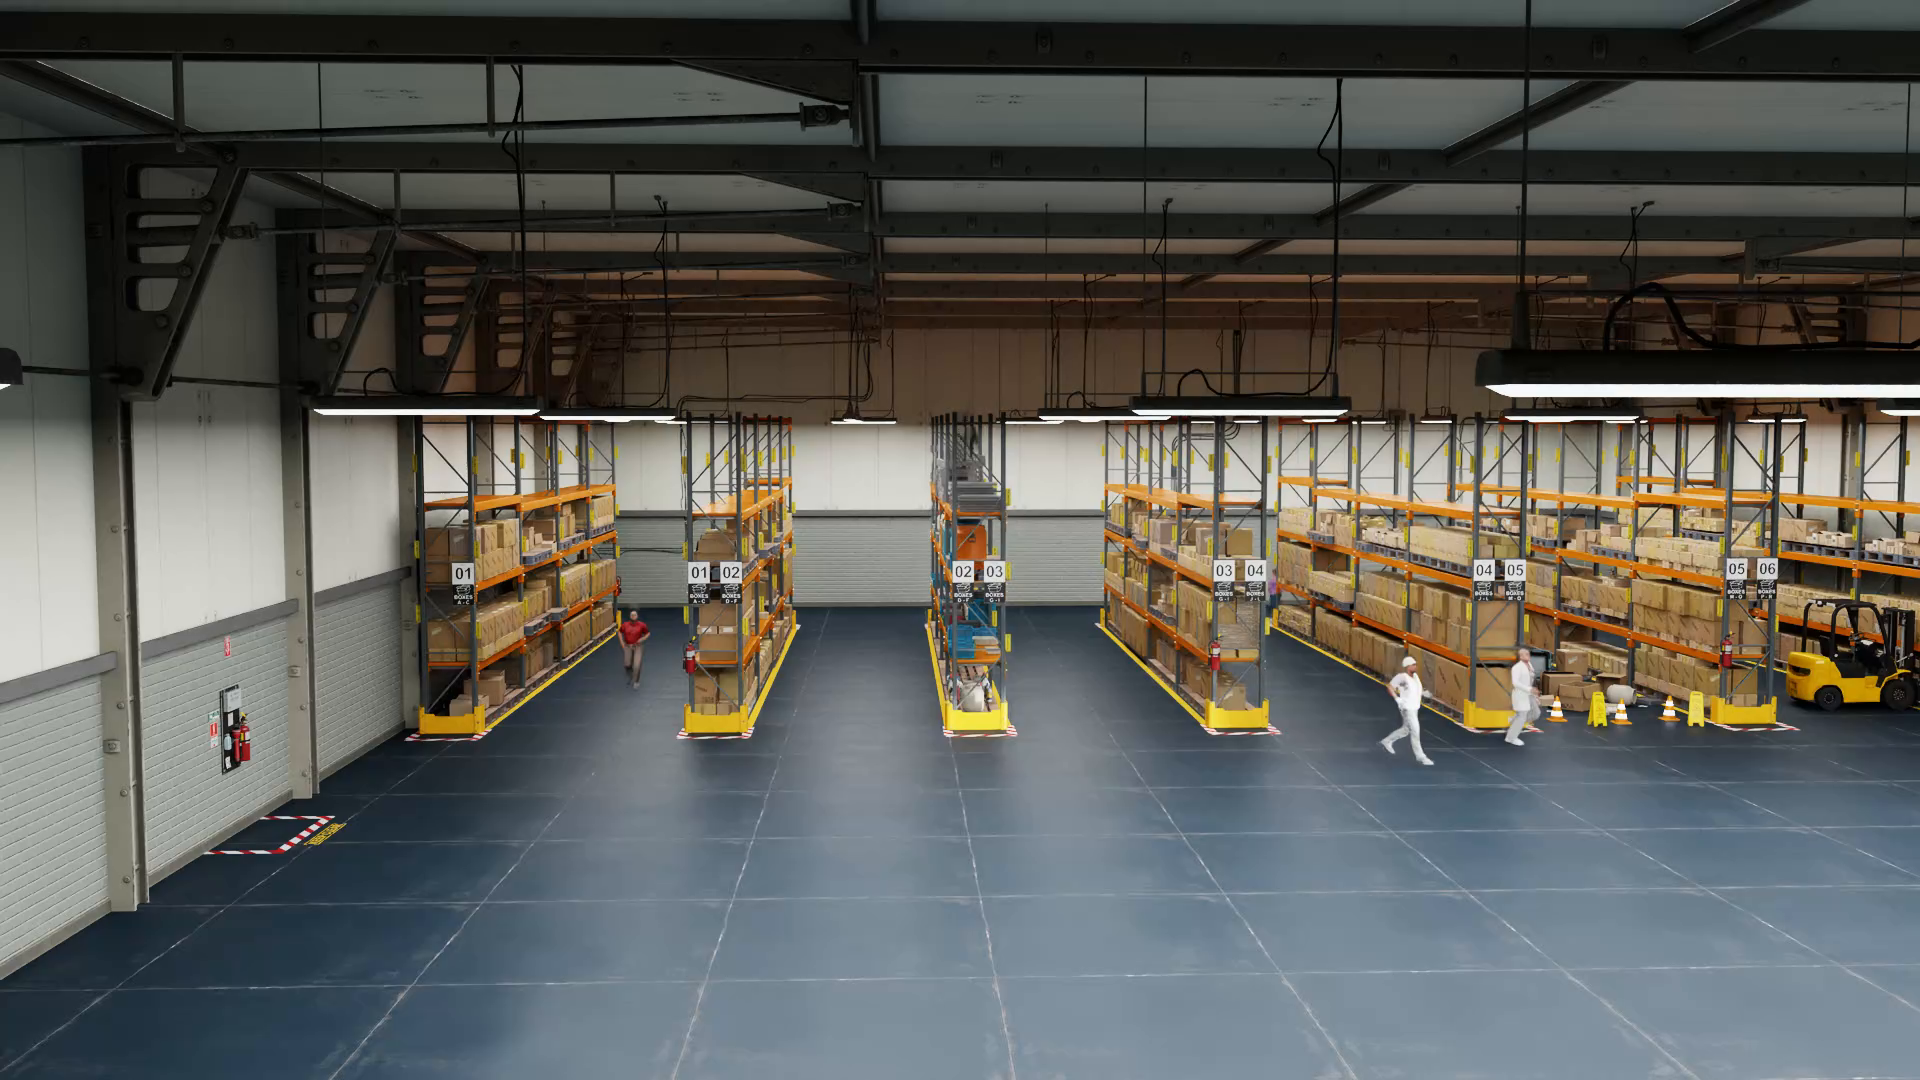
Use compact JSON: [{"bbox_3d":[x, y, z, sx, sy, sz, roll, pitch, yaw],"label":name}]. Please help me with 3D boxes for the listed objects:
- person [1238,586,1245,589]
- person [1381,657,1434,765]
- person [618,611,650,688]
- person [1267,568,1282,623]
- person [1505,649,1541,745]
[{"bbox_3d":[7.869,1.705,46.883,0.634,1.696,0.676,0,4,1],"label":"person"},{"bbox_3d":[7.649,2.889,28.393,0.991,1.791,0.682,3,5,38],"label":"person"},{"bbox_3d":[-7.138,2.399,36.389,0.710,1.694,0.563,0,4,-5],"label":"person"},{"bbox_3d":[9.269,1.623,48.757,0.733,1.593,0.564,-1,4,-17],"label":"person"},{"bbox_3d":[10.190,2.822,29.975,0.746,1.741,0.688,-4,5,-43],"label":"person"}]
